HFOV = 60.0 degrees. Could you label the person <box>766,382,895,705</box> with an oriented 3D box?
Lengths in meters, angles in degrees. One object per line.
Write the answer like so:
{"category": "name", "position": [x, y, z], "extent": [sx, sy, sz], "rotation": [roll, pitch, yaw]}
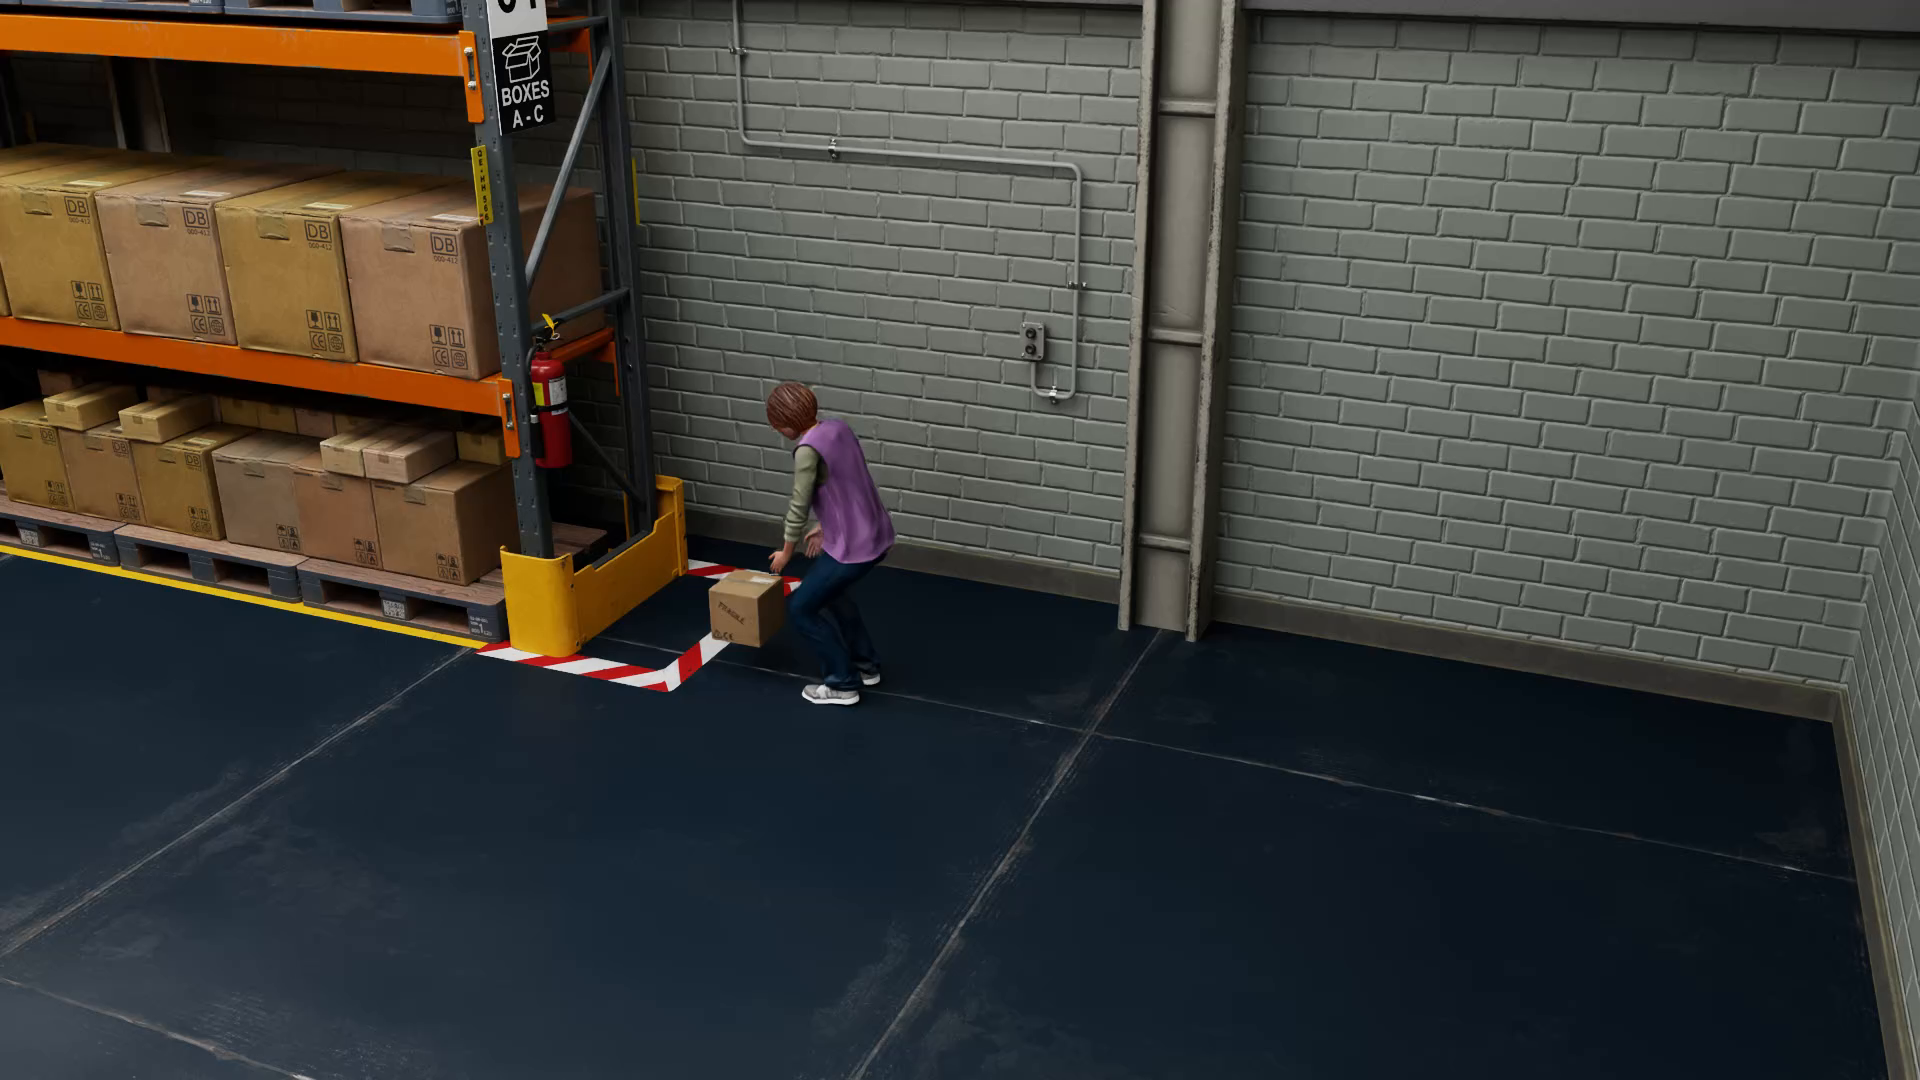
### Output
{"category": "person", "position": [-0.568, 0.031, 7.246], "extent": [0.540, 1.444, 0.454], "rotation": [9, 24, 21]}
